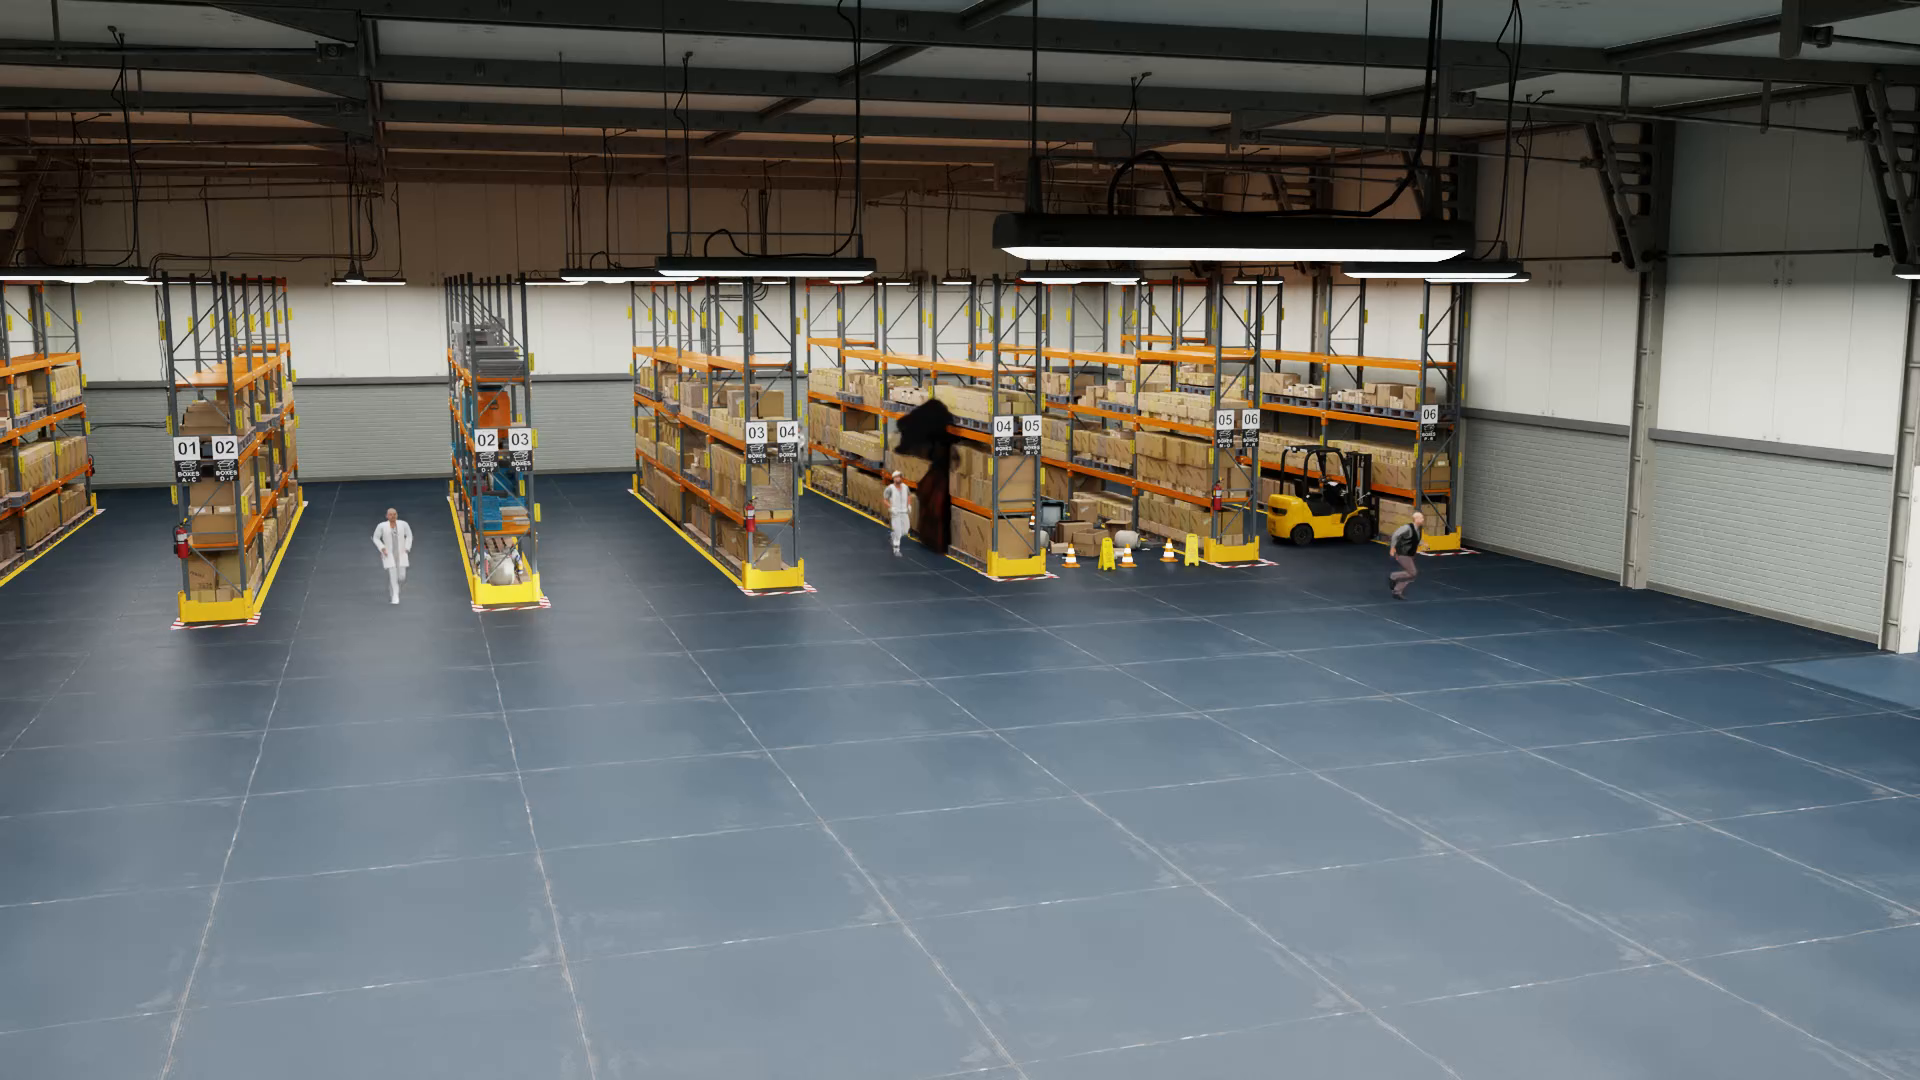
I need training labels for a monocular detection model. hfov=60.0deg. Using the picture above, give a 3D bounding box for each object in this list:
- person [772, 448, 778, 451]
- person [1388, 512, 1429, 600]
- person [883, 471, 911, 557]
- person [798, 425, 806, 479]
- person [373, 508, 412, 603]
[{"bbox_3d":[-5.396,-2.334,48.171,0.668,1.616,0.804,2,9,16],"label":"person"},{"bbox_3d":[8.293,0.299,30.737,0.721,1.652,0.648,6,11,36],"label":"person"},{"bbox_3d":[-1.280,-0.549,33.997,0.670,1.762,0.677,-5,10,-29],"label":"person"},{"bbox_3d":[-4.863,-2.597,49.675,0.577,1.743,0.724,4,10,25],"label":"person"},{"bbox_3d":[-10.398,0.271,30.531,0.707,1.741,0.708,-5,10,-28],"label":"person"}]
